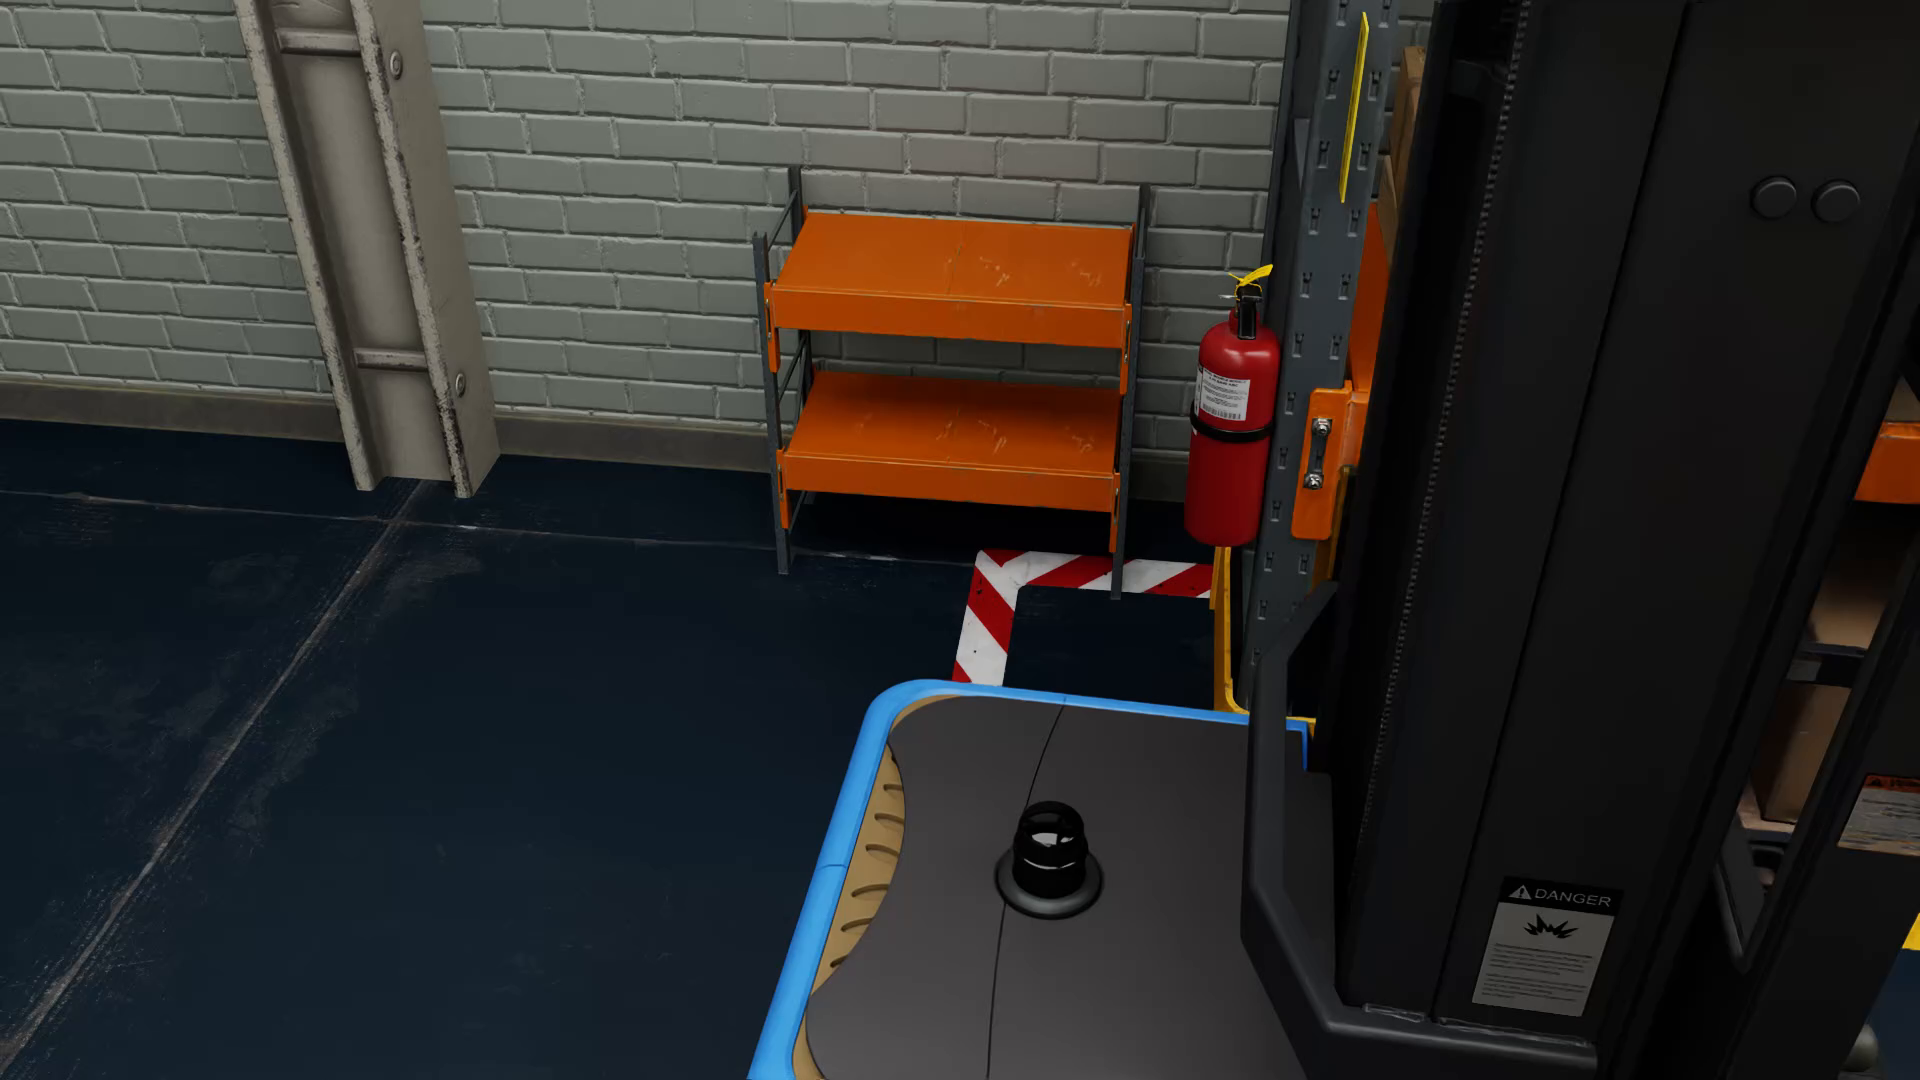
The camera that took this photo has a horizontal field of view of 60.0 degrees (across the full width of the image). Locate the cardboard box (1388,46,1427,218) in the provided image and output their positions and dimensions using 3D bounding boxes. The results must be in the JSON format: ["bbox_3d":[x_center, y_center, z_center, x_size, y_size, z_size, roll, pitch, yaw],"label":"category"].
[{"bbox_3d":[1.272,-0.921,3.832,0.500,0.250,0.500,5,36,7],"label":"cardboard box"}]

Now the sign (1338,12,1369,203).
[{"bbox_3d":[0.713,-0.782,3.019,0.005,0.325,0.100,4,36,6],"label":"sign"}]

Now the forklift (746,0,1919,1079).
[{"bbox_3d":[1.239,0.346,2.242,3.031,2.935,1.130,6,36,8],"label":"forklift"}]

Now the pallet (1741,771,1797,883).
[{"bbox_3d":[1.649,0.457,4.429,1.213,0.211,1.003,4,36,6],"label":"pallet"}]

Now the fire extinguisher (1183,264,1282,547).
[{"bbox_3d":[0.578,-0.304,3.481,0.183,0.674,0.296,4,36,6],"label":"fire extinguisher"}]

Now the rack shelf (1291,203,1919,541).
[{"bbox_3d":[2.766,-0.302,3.710,4.000,0.370,1.077,4,36,6],"label":"rack shelf"}]

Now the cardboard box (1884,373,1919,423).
[{"bbox_3d":[1.840,-0.412,3.462,0.250,0.149,0.380,5,36,7],"label":"cardboard box"}]

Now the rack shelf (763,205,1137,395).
[{"bbox_3d":[-0.006,-0.696,4.753,1.000,0.278,0.538,4,36,6],"label":"rack shelf"}]

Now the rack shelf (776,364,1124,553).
[{"bbox_3d":[-0.006,-0.259,5.065,1.000,0.278,0.538,4,36,6],"label":"rack shelf"}]

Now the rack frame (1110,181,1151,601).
[{"bbox_3d":[0.498,-0.421,4.871,0.032,1.125,0.500,4,36,6],"label":"rack frame"}]

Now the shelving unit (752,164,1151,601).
[{"bbox_3d":[-0.006,-0.458,4.923,1.048,1.125,0.538,4,36,6],"label":"shelving unit"}]

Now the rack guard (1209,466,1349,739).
[{"bbox_3d":[0.858,0.281,4.427,0.348,0.500,1.175,4,36,6],"label":"rack guard"}]

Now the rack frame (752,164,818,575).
[{"bbox_3d":[-0.511,-0.494,4.975,0.032,1.125,0.500,4,36,6],"label":"rack frame"}]

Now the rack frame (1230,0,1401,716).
[{"bbox_3d":[0.782,-0.743,3.708,0.127,3.000,1.000,4,36,6],"label":"rack frame"}]

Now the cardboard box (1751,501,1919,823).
[{"bbox_3d":[2.220,0.290,4.052,0.500,0.500,0.700,6,36,8],"label":"cardboard box"}]

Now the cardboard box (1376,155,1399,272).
[{"bbox_3d":[1.145,-0.770,3.964,0.250,0.149,0.380,4,36,5],"label":"cardboard box"}]
